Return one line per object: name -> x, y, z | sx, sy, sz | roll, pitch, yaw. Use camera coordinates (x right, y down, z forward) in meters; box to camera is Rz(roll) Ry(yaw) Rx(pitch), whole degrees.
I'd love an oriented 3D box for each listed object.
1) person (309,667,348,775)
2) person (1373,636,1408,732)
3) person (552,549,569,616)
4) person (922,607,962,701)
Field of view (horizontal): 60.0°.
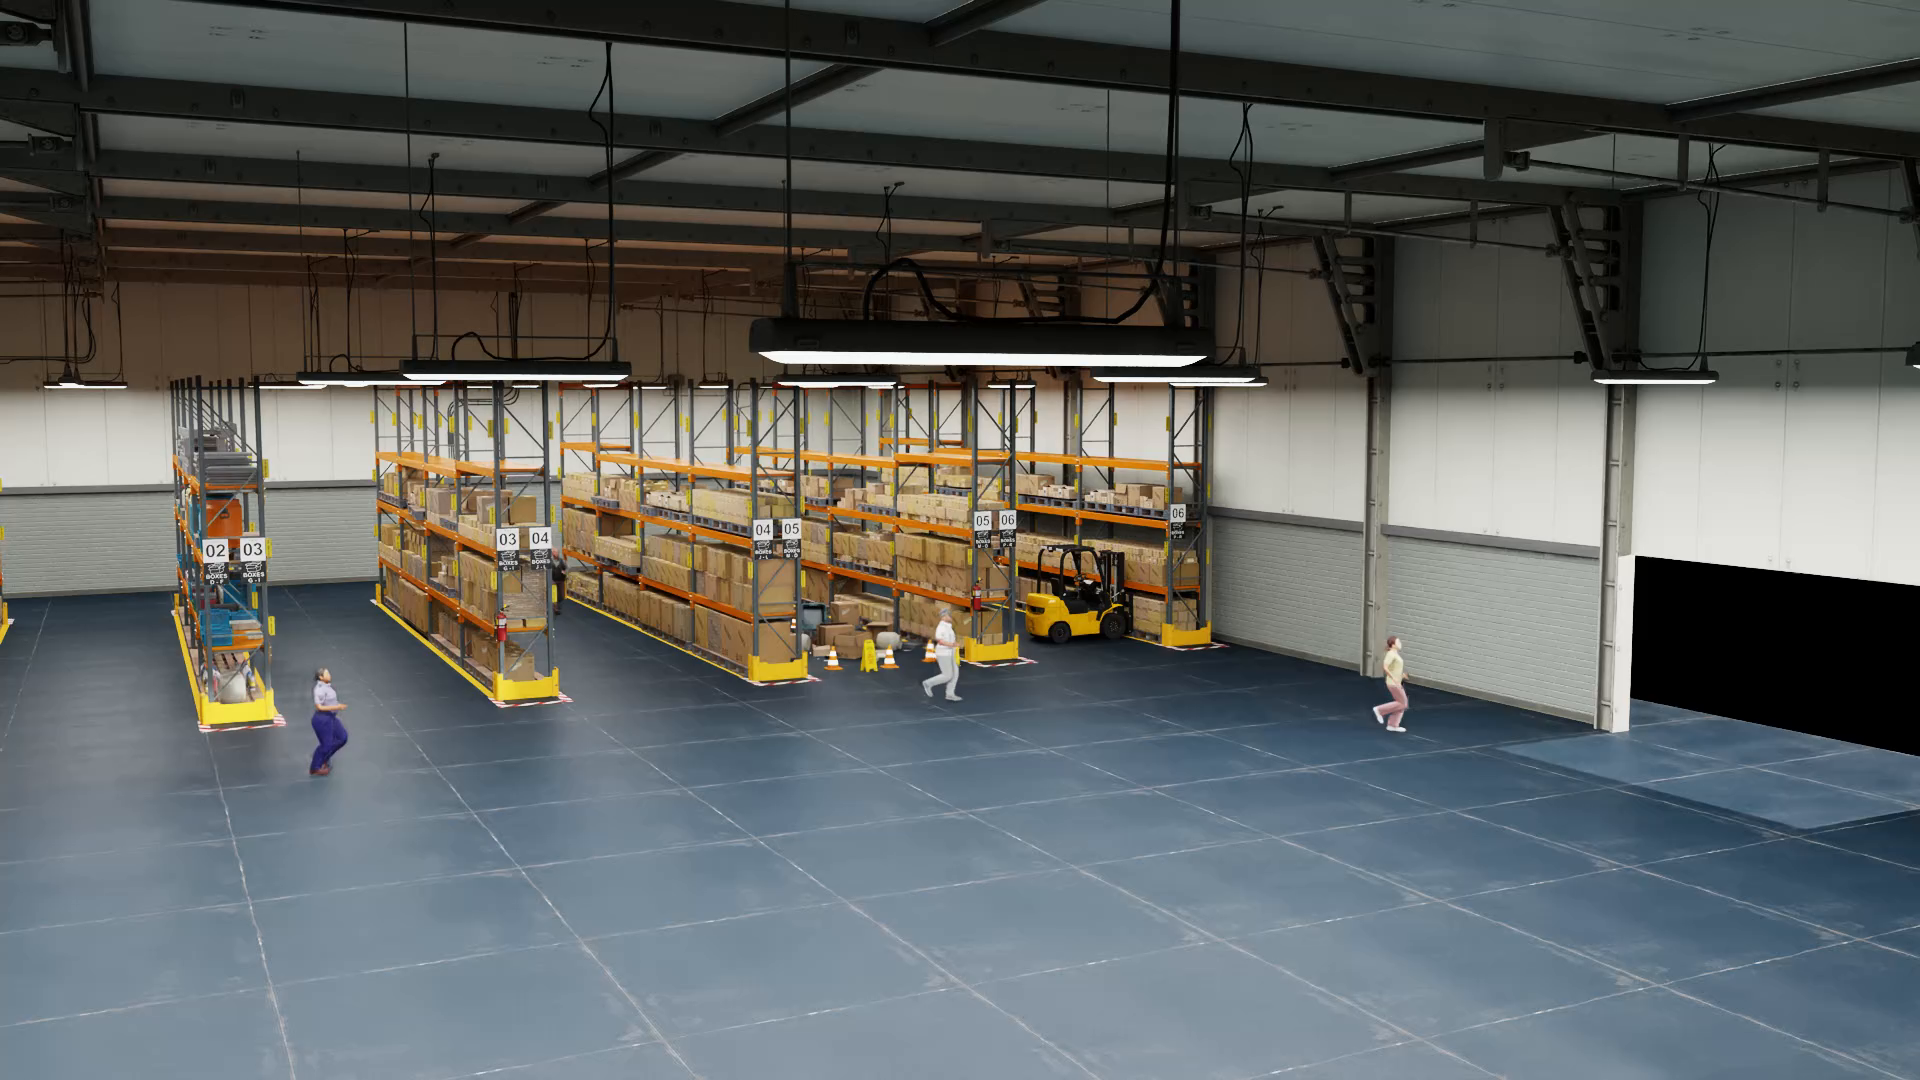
person -> -9.449, 2.744, 24.904 | 0.605, 1.528, 0.582 | -1, 5, -7
person -> 7.286, 2.423, 28.084 | 0.562, 1.626, 0.586 | 2, 5, 17
person -> -10.392, 1.072, 42.792 | 0.670, 1.696, 0.869 | -3, 6, -26
person -> -0.312, 2.106, 30.838 | 0.746, 1.748, 0.672 | 1, 5, 9
